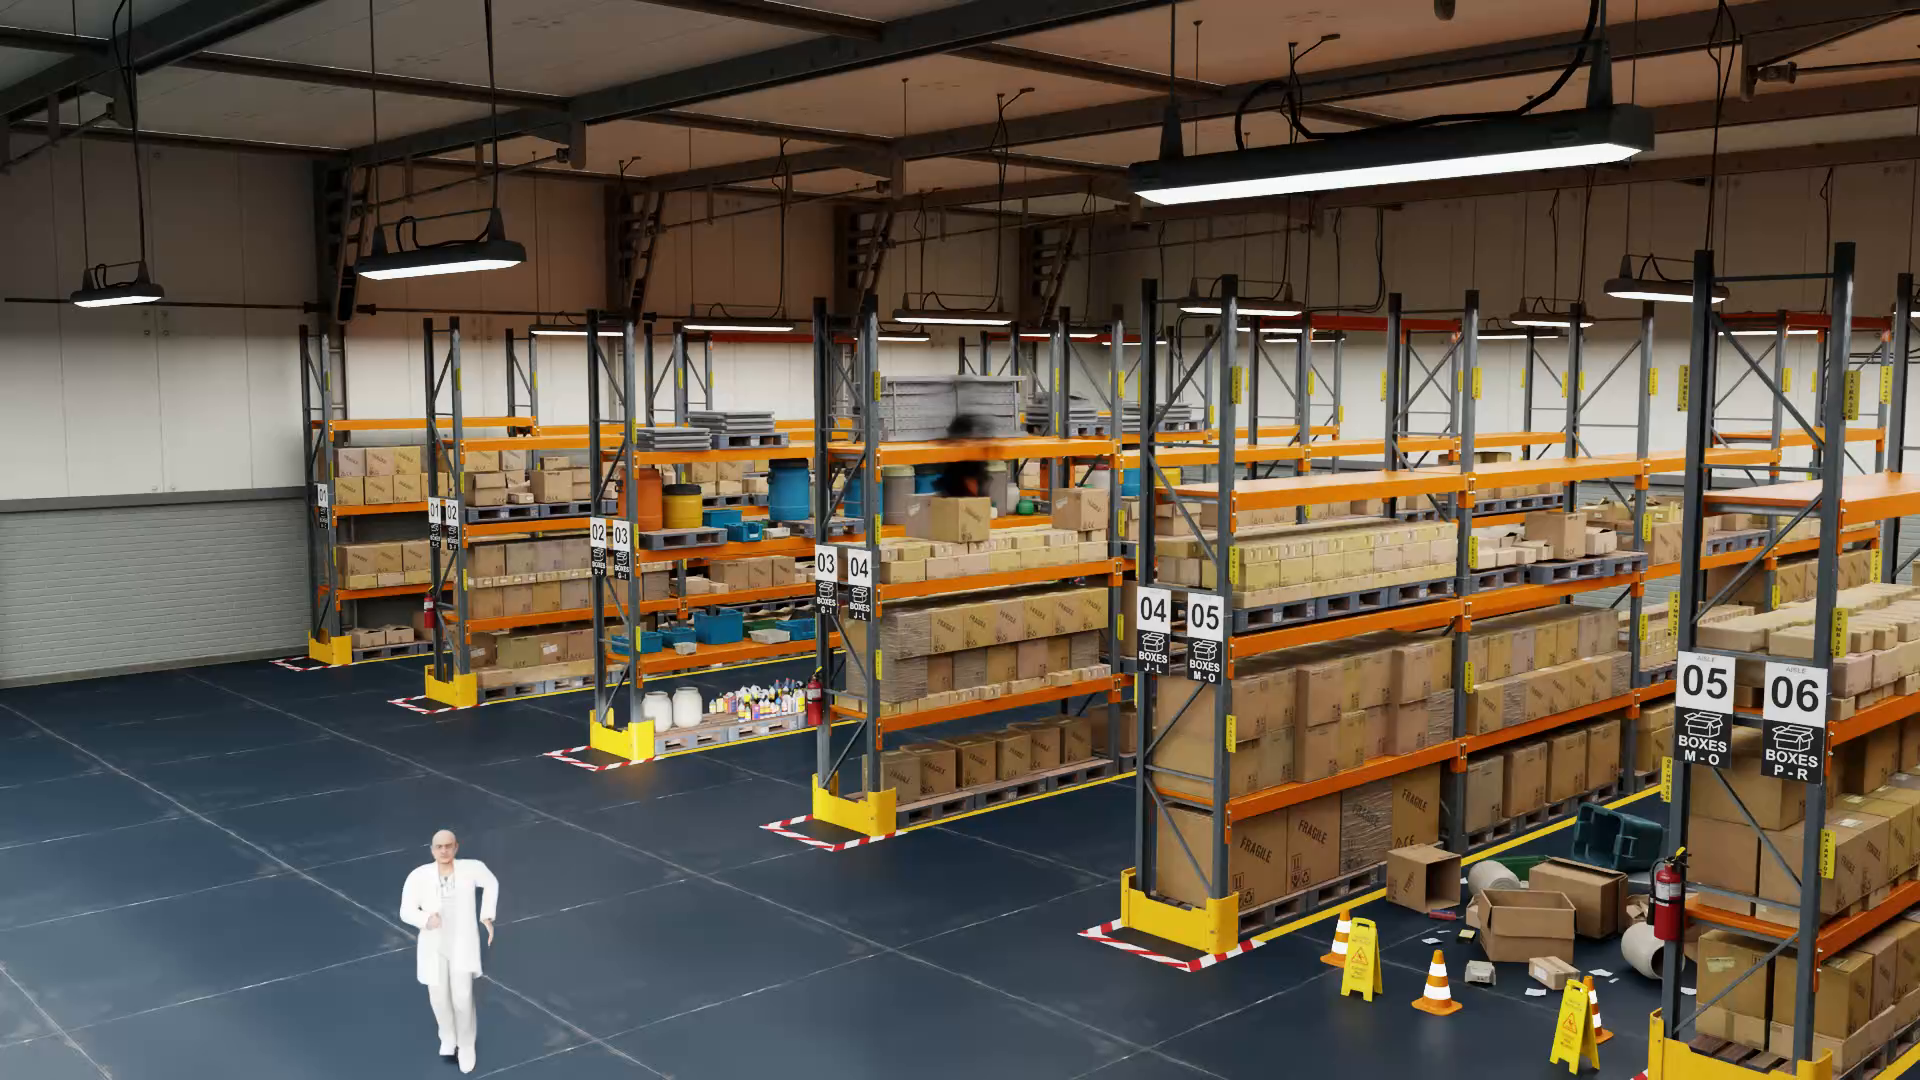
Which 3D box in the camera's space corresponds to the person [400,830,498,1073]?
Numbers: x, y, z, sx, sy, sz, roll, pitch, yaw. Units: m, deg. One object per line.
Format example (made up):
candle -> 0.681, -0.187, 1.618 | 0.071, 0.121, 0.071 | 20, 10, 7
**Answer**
person -> -3.785, 3.046, 12.336 | 0.674, 1.807, 0.782 | -1, 6, -11
